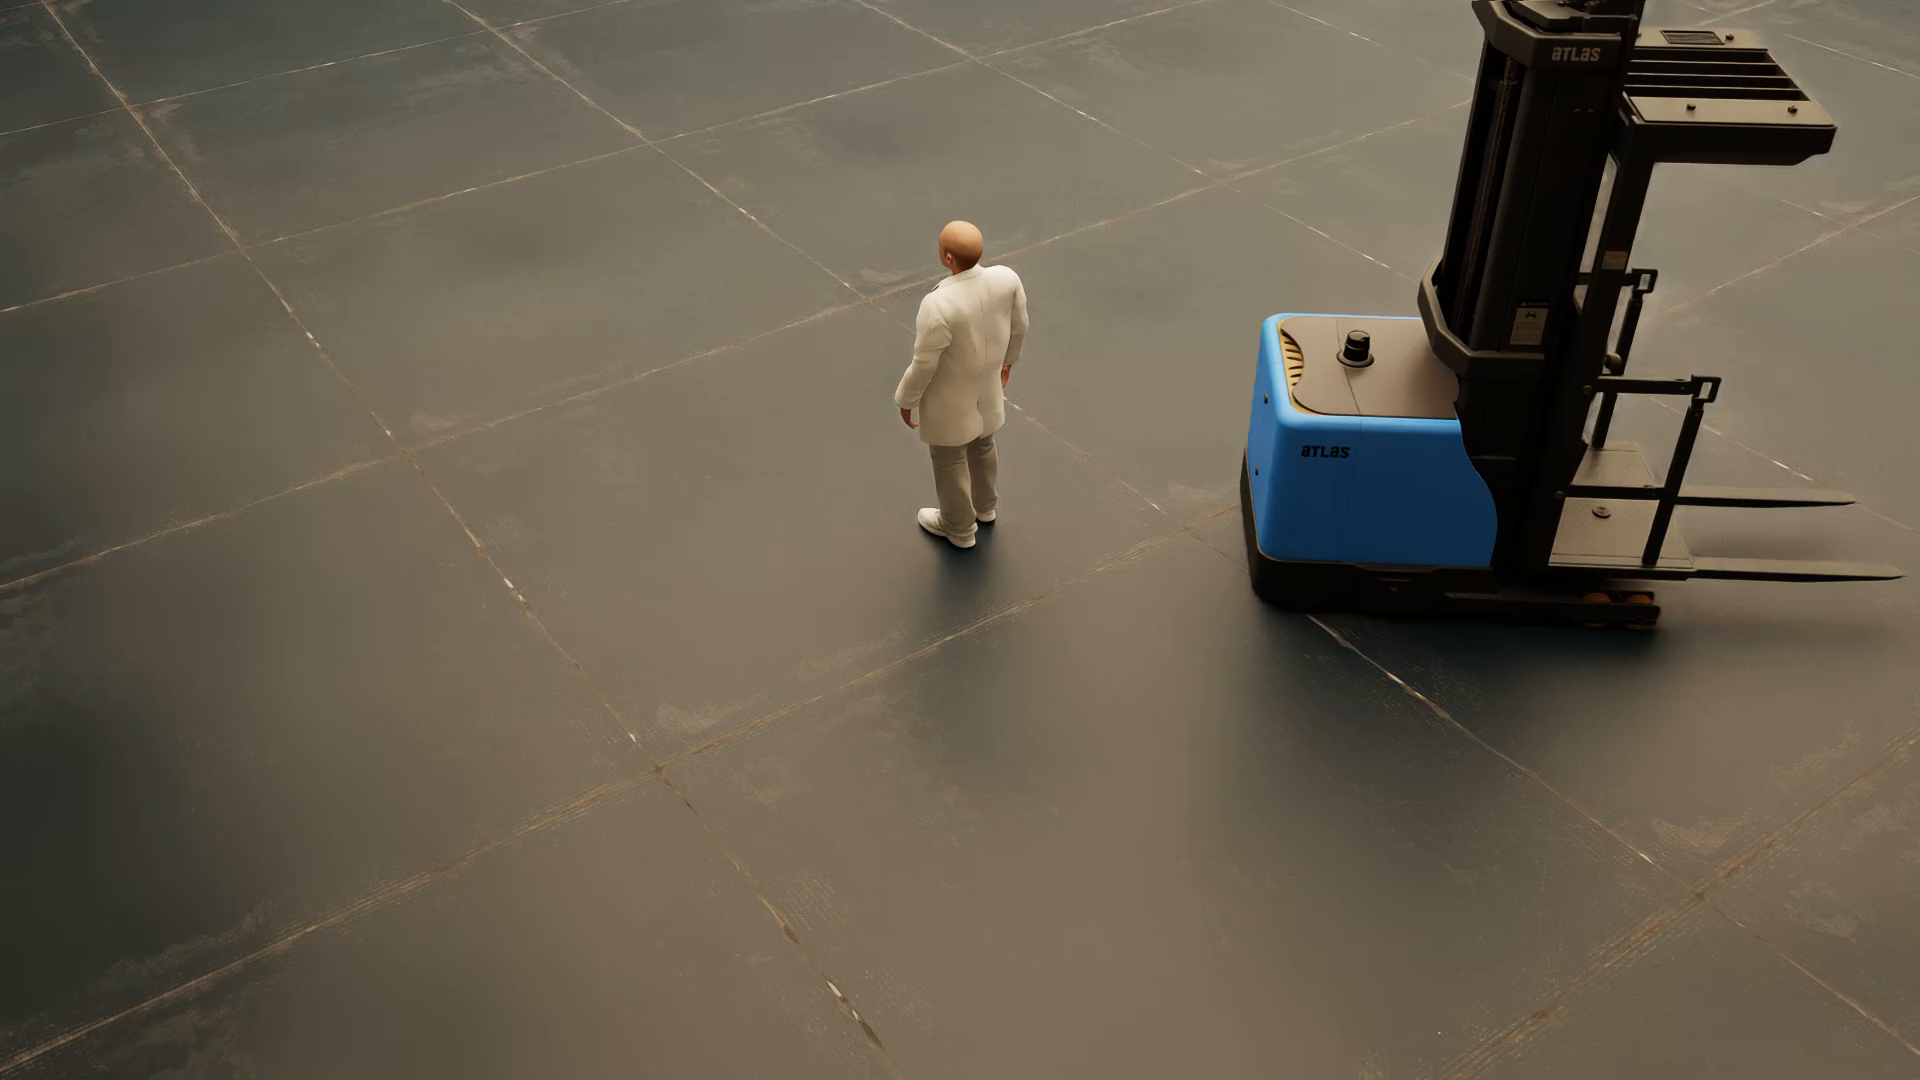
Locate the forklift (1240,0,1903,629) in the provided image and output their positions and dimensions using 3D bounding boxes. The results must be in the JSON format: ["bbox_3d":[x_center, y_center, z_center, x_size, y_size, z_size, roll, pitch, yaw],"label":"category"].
[{"bbox_3d":[2.941,-1.086,7.413,3.031,2.935,1.130,2,37,3],"label":"forklift"}]

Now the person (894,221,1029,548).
[{"bbox_3d":[-0.049,-0.766,7.938,0.698,1.776,0.580,-23,42,-28],"label":"person"}]
